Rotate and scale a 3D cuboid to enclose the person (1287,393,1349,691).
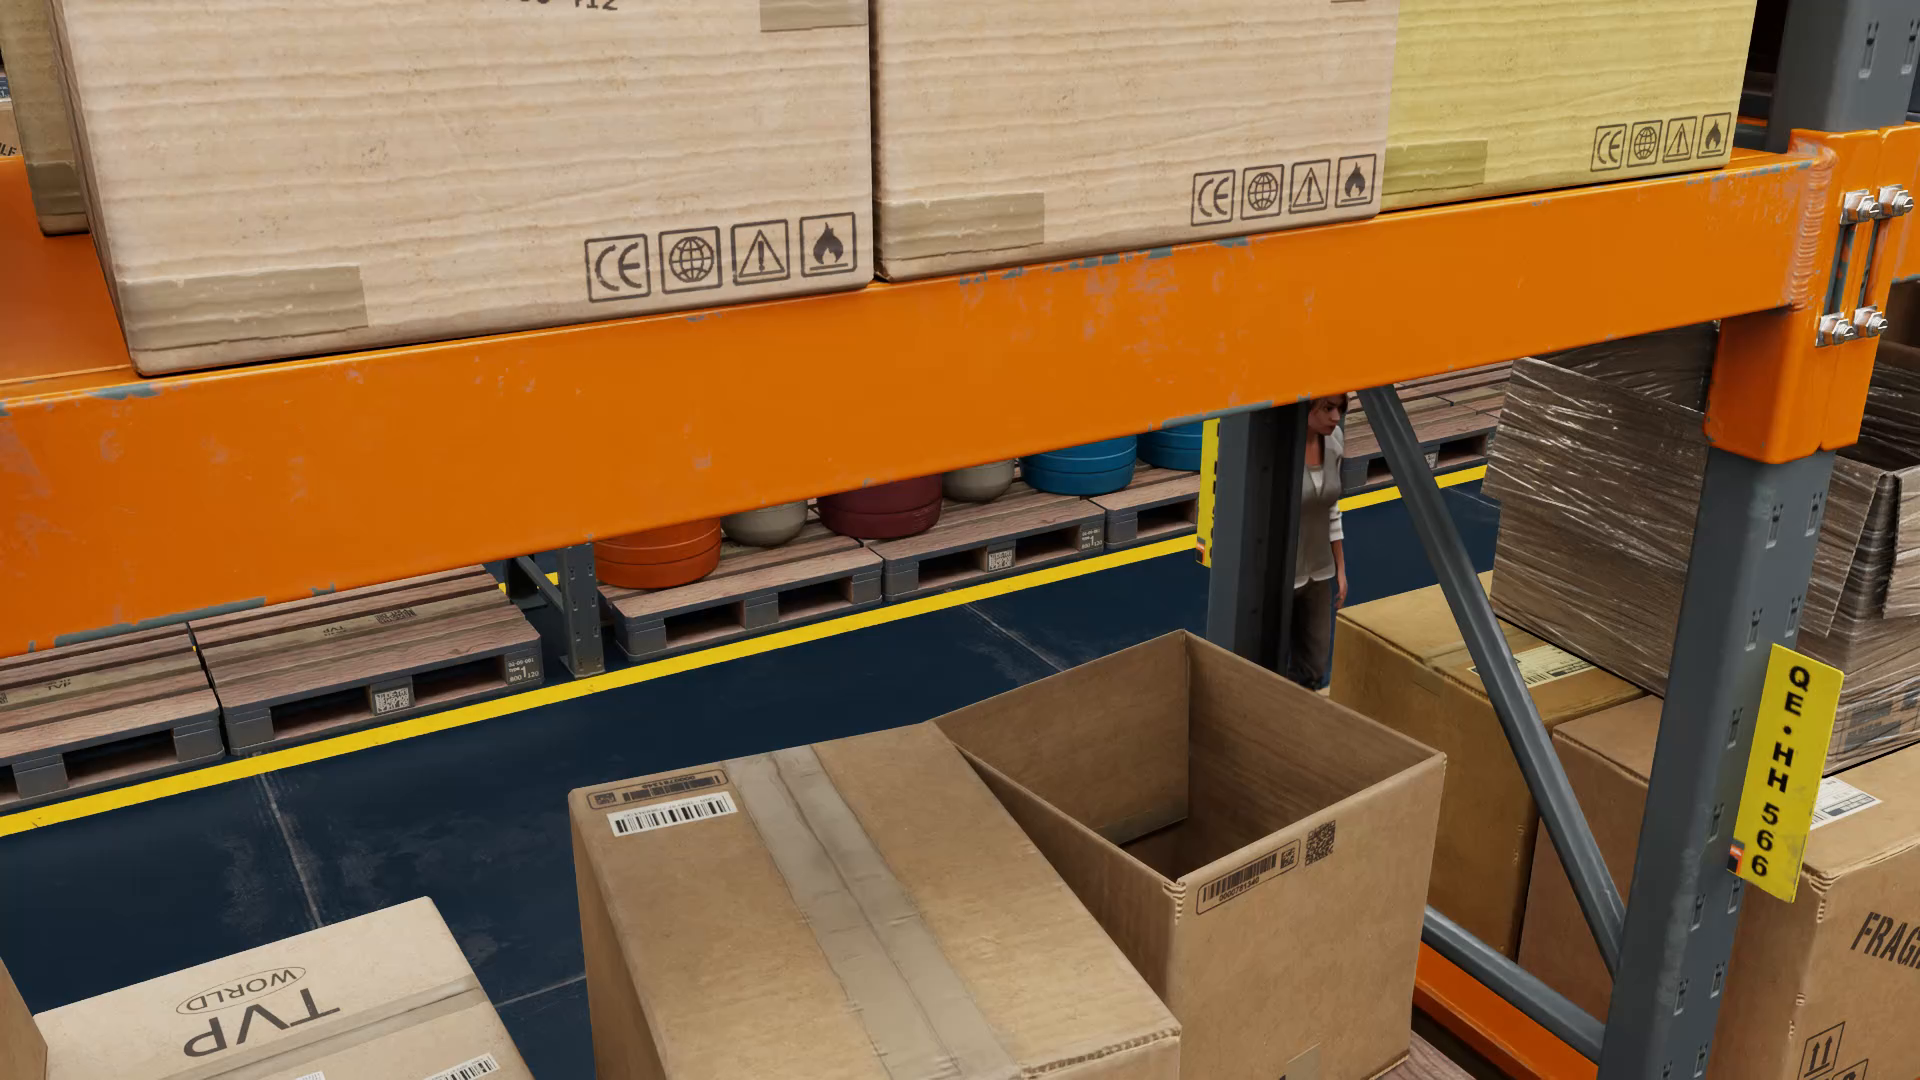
[{"bbox_3d":[1.132,0.151,5.728,0.456,1.595,0.343,-13,26,-30],"label":"person"}]
